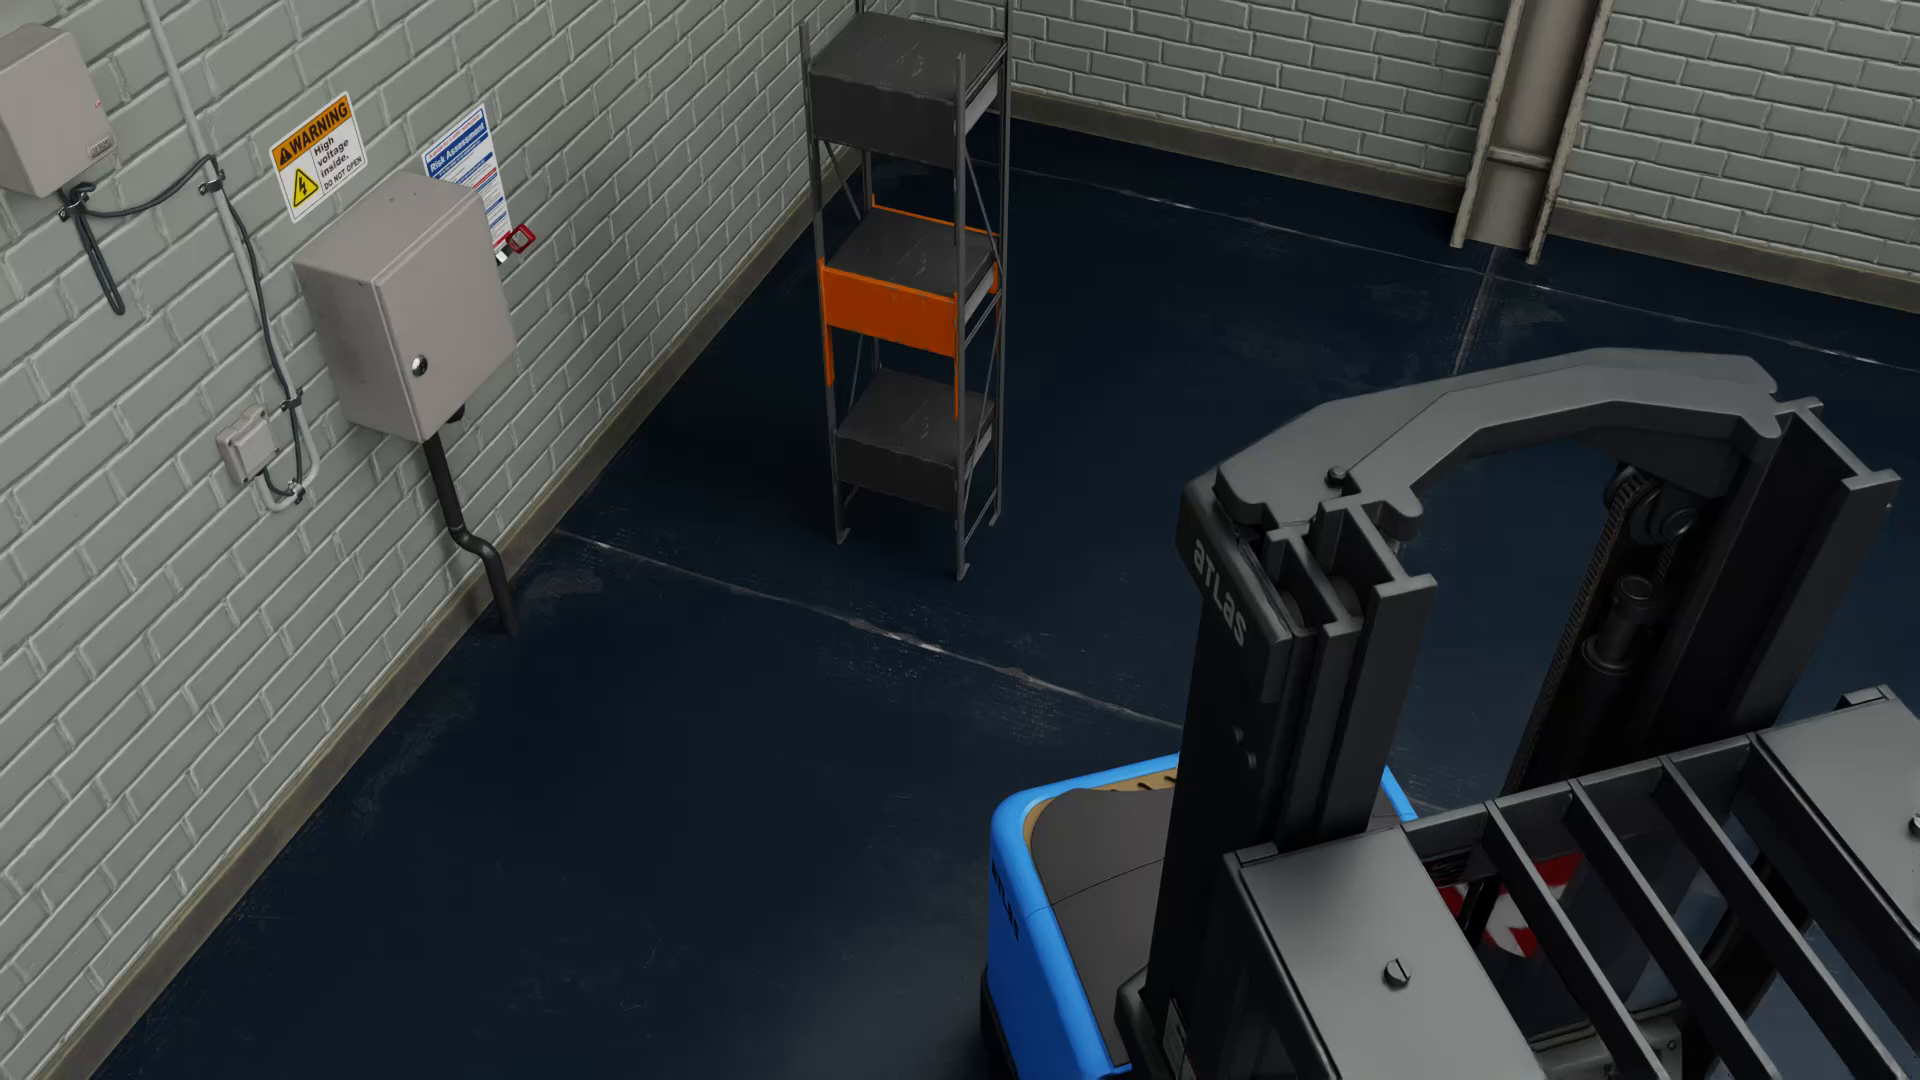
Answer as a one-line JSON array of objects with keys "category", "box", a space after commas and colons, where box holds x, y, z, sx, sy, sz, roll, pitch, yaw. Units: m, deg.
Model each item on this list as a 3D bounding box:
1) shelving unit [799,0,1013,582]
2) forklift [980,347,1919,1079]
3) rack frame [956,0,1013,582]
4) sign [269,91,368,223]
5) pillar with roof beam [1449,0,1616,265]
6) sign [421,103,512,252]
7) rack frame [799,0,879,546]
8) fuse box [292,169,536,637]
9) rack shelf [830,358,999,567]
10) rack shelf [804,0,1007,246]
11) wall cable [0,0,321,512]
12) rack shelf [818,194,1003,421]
[{"category": "shelving unit", "box": [-0.153, -0.789, 5.555, 0.503, 2.100, 0.431, 16, 47, 16]}, {"category": "forklift", "box": [0.966, 1.258, 2.907, 1.130, 2.935, 3.031, -12, 46, -12]}, {"category": "rack frame", "box": [0.072, -0.723, 5.488, 0.015, 2.100, 0.400, 16, 47, 16]}, {"category": "sign", "box": [-1.772, -1.061, 4.605, 0.001, 0.242, 0.339, 16, 47, 16]}, {"category": "pillar with roof beam", "box": [0.819, -1.780, 1.659, 0.400, 9.000, 9.100, 16, 47, 16]}, {"category": "sign", "box": [-1.560, -1.093, 5.289, 0.001, 0.494, 0.329, 16, 47, 16]}, {"category": "rack frame", "box": [-0.378, -0.856, 5.621, 0.015, 2.100, 0.400, 16, 47, 16]}, {"category": "fuse box", "box": [-1.559, -0.292, 5.330, 0.414, 1.711, 0.539, 16, 47, 16]}, {"category": "rack shelf", "box": [-0.153, -0.283, 6.058, 0.480, 0.518, 0.431, 16, 47, 16]}, {"category": "rack shelf", "box": [-0.153, -1.276, 5.070, 0.480, 0.518, 0.431, 16, 47, 16]}, {"category": "wall cable", "box": [-1.967, -0.707, 4.114, 0.122, 1.984, 0.588, 16, 47, 16]}, {"category": "rack shelf", "box": [-0.153, -0.780, 5.564, 0.480, 0.518, 0.431, 16, 47, 16]}]
